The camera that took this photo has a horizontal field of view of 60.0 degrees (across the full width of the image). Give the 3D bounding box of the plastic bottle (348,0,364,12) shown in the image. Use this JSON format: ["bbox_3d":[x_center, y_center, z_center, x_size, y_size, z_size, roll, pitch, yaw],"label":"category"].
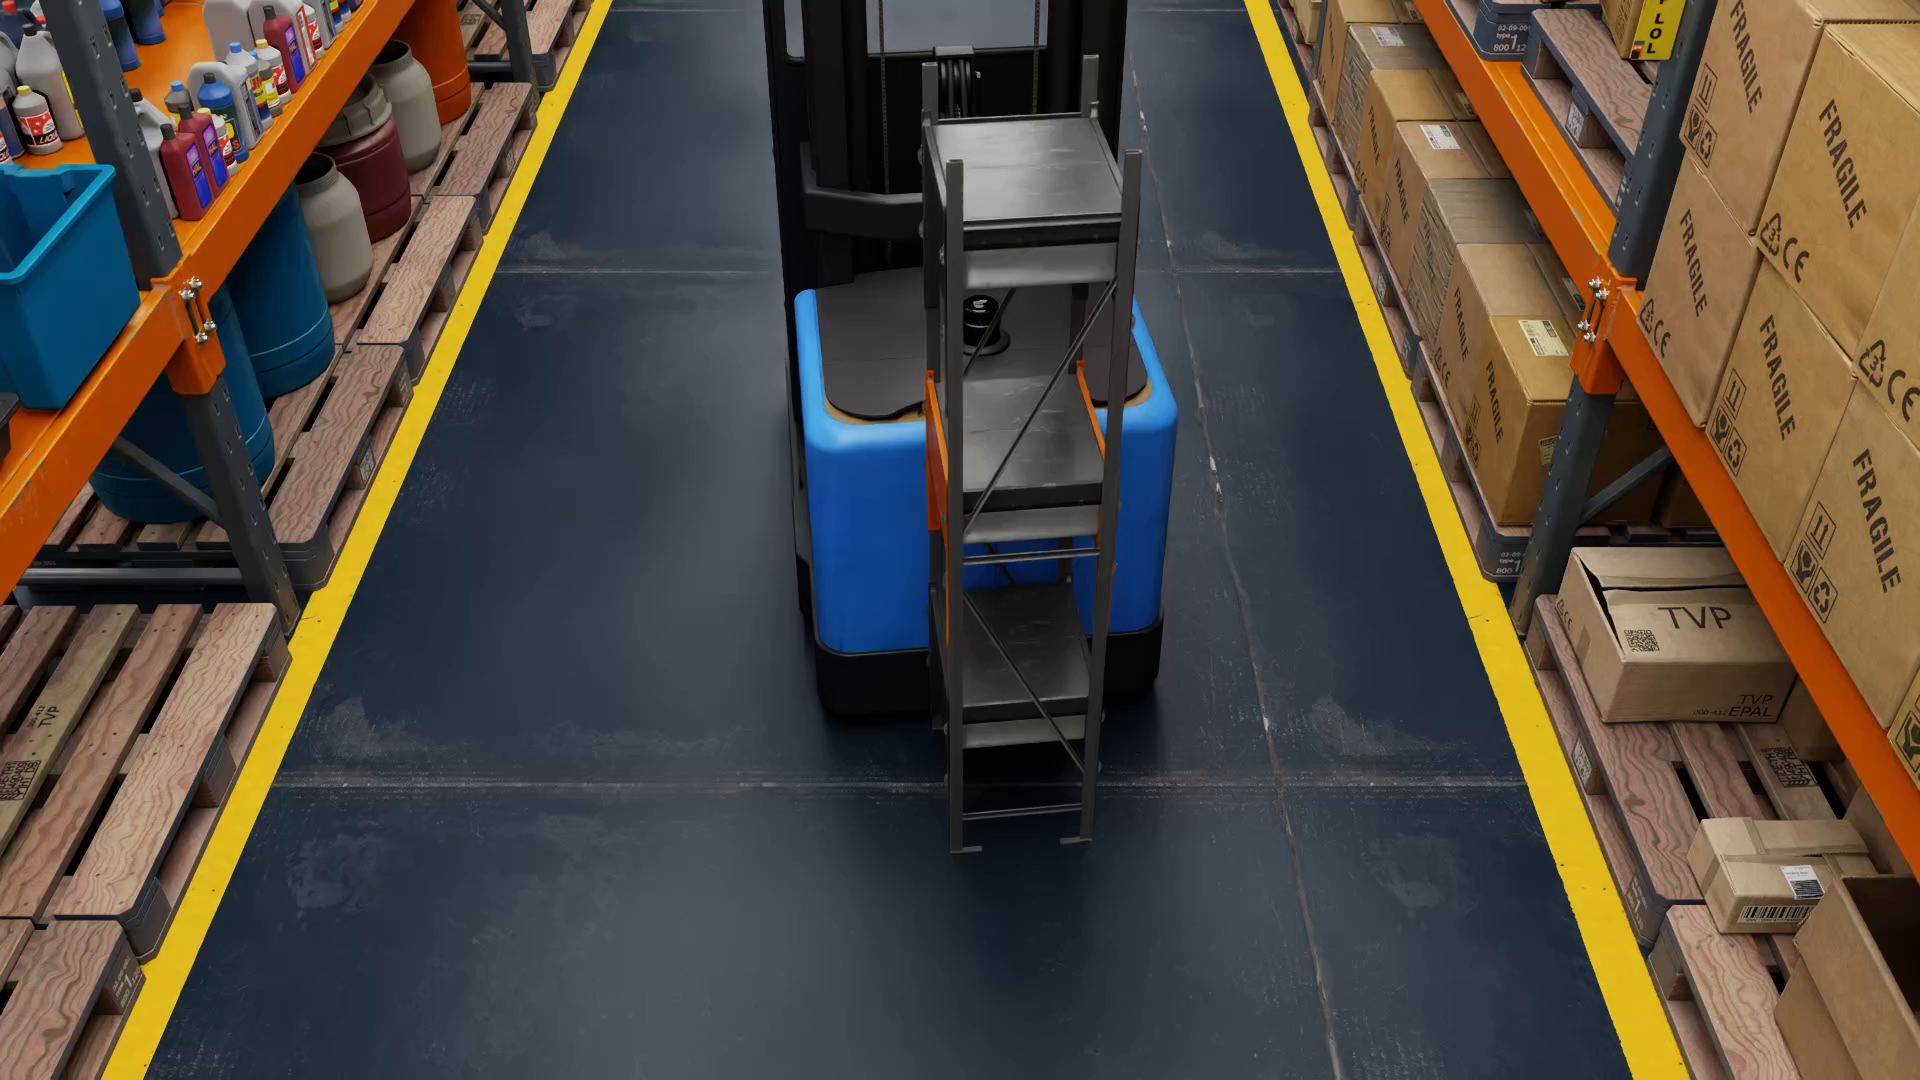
[{"bbox_3d":[-2.274,-2.108,6.021,0.144,0.351,0.185,0,39,0],"label":"plastic bottle"}]

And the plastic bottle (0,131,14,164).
[{"bbox_3d":[-2.947,-1.216,5.028,0.097,0.201,0.097,0,39,0],"label":"plastic bottle"}]

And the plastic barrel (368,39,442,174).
[{"bbox_3d":[-2.554,-1.927,7.410,0.421,0.512,0.421,0,39,0],"label":"plastic barrel"}]

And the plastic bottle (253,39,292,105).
[{"bbox_3d":[-2.250,-1.527,5.415,0.097,0.201,0.097,0,39,0],"label":"plastic bottle"}]

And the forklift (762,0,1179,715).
[{"bbox_3d":[-0.073,-1.535,5.321,1.130,2.935,3.031,-4,39,-5],"label":"forklift"}]

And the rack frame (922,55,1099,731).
[{"bbox_3d":[0.114,-0.260,4.395,0.400,2.100,0.015,-4,39,-5],"label":"rack frame"}]

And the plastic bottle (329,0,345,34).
[{"bbox_3d":[-2.251,-1.928,5.860,0.097,0.271,0.097,0,39,0],"label":"plastic bottle"}]

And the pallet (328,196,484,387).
[{"bbox_3d":[-2.620,-1.051,6.892,1.003,0.211,1.213,0,39,0],"label":"pallet"}]

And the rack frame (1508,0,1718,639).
[{"bbox_3d":[2.296,-0.893,4.465,1.000,3.000,0.127,0,39,0],"label":"rack frame"}]

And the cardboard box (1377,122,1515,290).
[{"bbox_3d":[2.014,-1.338,6.668,0.500,0.500,0.500,-1,39,-2],"label":"cardboard box"}]

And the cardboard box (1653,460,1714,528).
[{"bbox_3d":[2.540,-0.392,5.487,0.500,0.500,0.500,-2,39,-2],"label":"cardboard box"}]

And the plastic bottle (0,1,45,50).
[{"bbox_3d":[-2.985,-1.562,5.340,0.144,0.351,0.185,0,39,0],"label":"plastic bottle"}]

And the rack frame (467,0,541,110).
[{"bbox_3d":[-2.662,-3.393,7.585,1.000,3.000,0.127,0,39,0],"label":"rack frame"}]

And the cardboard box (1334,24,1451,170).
[{"bbox_3d":[2.013,-1.978,7.467,0.500,0.500,0.500,-1,39,-2],"label":"cardboard box"}]

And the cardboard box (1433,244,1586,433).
[{"bbox_3d":[2.017,-0.707,5.880,0.500,0.500,0.500,0,39,0],"label":"cardboard box"}]

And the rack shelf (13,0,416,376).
[{"bbox_3d":[-2.659,-1.861,6.249,1.077,0.370,4.000,0,39,0],"label":"rack shelf"}]

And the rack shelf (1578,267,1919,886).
[{"bbox_3d":[2.299,0.639,3.130,1.077,0.370,4.000,0,39,0],"label":"rack shelf"}]

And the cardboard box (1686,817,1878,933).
[{"bbox_3d":[2.092,0.845,4.211,0.380,0.166,0.250,0,39,0],"label":"cardboard box"}]

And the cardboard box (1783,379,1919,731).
[{"bbox_3d":[2.027,0.020,3.246,0.500,0.500,0.500,0,39,0],"label":"cardboard box"}]

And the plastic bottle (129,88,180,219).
[{"bbox_3d":[-2.333,-1.118,4.786,0.144,0.351,0.185,0,39,0],"label":"plastic bottle"}]

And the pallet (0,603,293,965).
[{"bbox_3d":[-2.617,0.656,4.762,1.003,0.211,1.213,0,39,0],"label":"pallet"}]

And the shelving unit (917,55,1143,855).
[{"bbox_3d":[0.143,-0.108,4.206,0.431,2.100,0.503,-4,39,-5],"label":"shelving unit"}]

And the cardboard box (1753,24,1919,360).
[{"bbox_3d":[2.017,-0.704,3.351,0.500,0.500,0.500,-1,39,-1],"label":"cardboard box"}]

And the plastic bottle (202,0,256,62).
[{"bbox_3d":[-2.430,-1.712,5.587,0.152,0.276,0.135,0,39,0],"label":"plastic bottle"}]

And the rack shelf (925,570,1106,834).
[{"bbox_3d":[0.143,0.449,4.652,0.431,0.518,0.480,-4,39,-5],"label":"rack shelf"}]

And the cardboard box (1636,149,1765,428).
[{"bbox_3d":[2.025,-0.613,4.036,0.500,0.500,0.500,1,39,1],"label":"cardboard box"}]

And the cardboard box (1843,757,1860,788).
[{"bbox_3d":[2.641,0.639,4.482,0.380,0.149,0.250,0,39,0],"label":"cardboard box"}]

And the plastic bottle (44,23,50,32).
[{"bbox_3d":[-2.841,-1.563,5.341,0.144,0.351,0.185,0,39,0],"label":"plastic bottle"}]

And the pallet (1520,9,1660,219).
[{"bbox_3d":[2.405,-1.318,5.149,1.003,0.211,1.213,0,39,0],"label":"pallet"}]

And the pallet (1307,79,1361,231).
[{"bbox_3d":[2.255,-1.839,7.876,1.003,0.211,1.213,0,39,0],"label":"pallet"}]

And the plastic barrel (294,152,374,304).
[{"bbox_3d":[-2.553,-1.221,6.528,0.421,0.512,0.421,0,39,0],"label":"plastic barrel"}]

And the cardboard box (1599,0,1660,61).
[{"bbox_3d":[2.455,-1.822,5.209,0.700,0.500,0.500,6,39,7],"label":"cardboard box"}]

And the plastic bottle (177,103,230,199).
[{"bbox_3d":[-2.231,-1.159,4.891,0.061,0.283,0.133,0,39,0],"label":"plastic bottle"}]

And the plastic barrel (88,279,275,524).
[{"bbox_3d":[-2.641,-0.577,5.413,0.600,0.901,0.708,0,39,0],"label":"plastic barrel"}]

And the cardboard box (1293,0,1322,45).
[{"bbox_3d":[2.047,-2.814,8.726,0.500,0.250,0.500,1,39,1],"label":"cardboard box"}]

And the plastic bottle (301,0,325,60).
[{"bbox_3d":[-2.250,-1.755,5.701,0.097,0.201,0.097,0,39,0],"label":"plastic bottle"}]

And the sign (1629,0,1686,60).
[{"bbox_3d":[1.741,-1.342,4.100,0.100,0.325,0.005,0,39,0],"label":"sign"}]

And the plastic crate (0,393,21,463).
[{"bbox_3d":[-2.387,-0.108,3.658,0.437,0.125,0.590,0,39,0],"label":"plastic crate"}]

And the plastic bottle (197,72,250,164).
[{"bbox_3d":[-2.249,-1.287,5.061,0.097,0.271,0.097,0,39,0],"label":"plastic bottle"}]

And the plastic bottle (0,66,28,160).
[{"bbox_3d":[-2.981,-1.318,5.095,0.152,0.276,0.135,0,39,0],"label":"plastic bottle"}]

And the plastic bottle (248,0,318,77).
[{"bbox_3d":[-2.278,-1.712,5.587,0.152,0.276,0.135,0,39,0],"label":"plastic bottle"}]

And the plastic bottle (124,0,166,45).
[{"bbox_3d":[-2.857,-1.872,5.791,0.097,0.271,0.097,0,39,0],"label":"plastic bottle"}]

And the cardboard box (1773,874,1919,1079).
[{"bbox_3d":[2.304,1.085,3.642,0.797,0.503,0.637,0,39,0],"label":"cardboard box"}]

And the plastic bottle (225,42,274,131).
[{"bbox_3d":[-2.250,-1.432,5.242,0.097,0.271,0.097,0,39,0],"label":"plastic bottle"}]

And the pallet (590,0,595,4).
[{"bbox_3d":[-2.622,-3.550,10.011,1.003,0.211,1.213,0,39,0],"label":"pallet"}]

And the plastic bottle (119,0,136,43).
[{"bbox_3d":[-2.982,-1.862,5.774,0.152,0.276,0.135,0,39,0],"label":"plastic bottle"}]

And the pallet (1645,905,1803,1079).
[{"bbox_3d":[2.301,1.390,3.847,1.003,0.211,1.213,0,39,0],"label":"pallet"}]

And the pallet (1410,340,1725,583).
[{"bbox_3d":[2.258,-0.313,5.972,1.003,0.211,1.213,0,39,0],"label":"pallet"}]
